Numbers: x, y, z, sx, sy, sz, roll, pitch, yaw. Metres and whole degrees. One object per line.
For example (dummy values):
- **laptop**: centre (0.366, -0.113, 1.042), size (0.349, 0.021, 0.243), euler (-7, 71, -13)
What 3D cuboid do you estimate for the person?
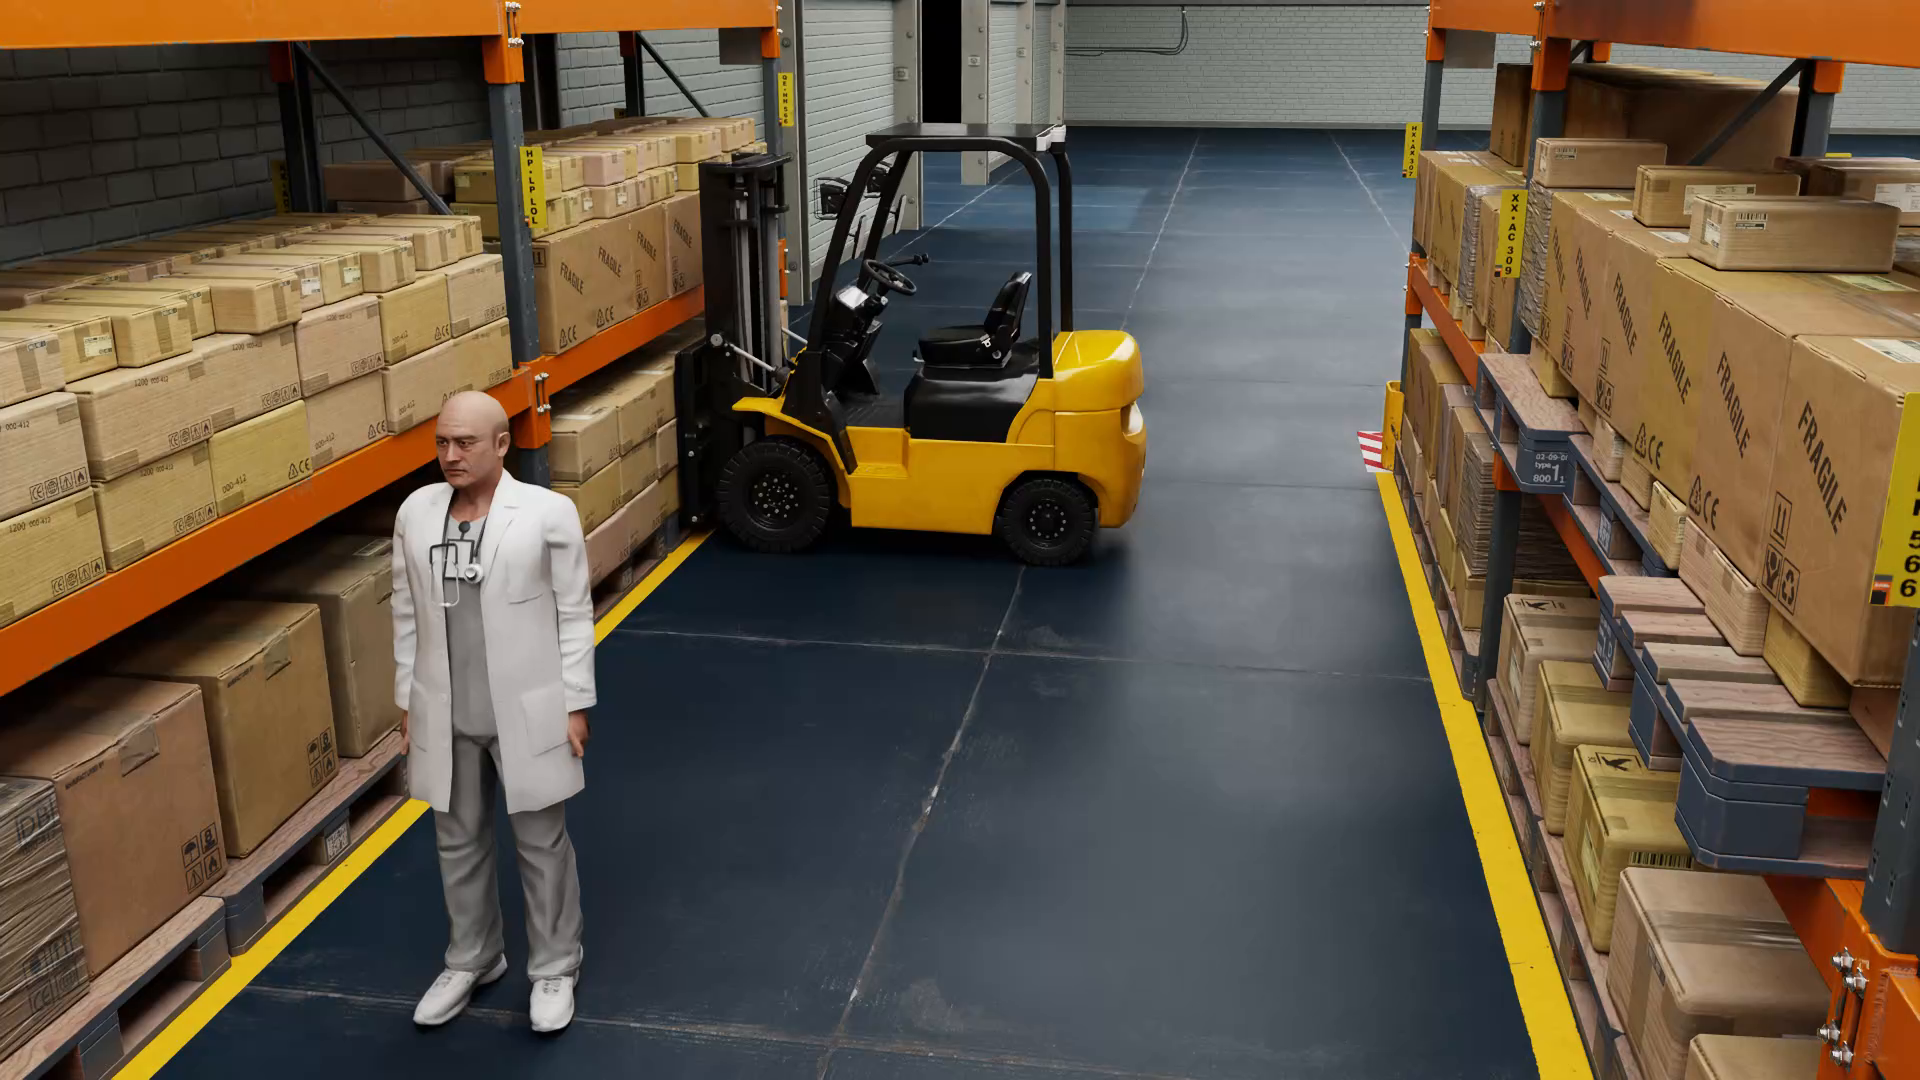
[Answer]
- **person**: centre (-1.286, 0.483, 4.544), size (0.565, 1.783, 0.377), euler (2, 18, 5)
